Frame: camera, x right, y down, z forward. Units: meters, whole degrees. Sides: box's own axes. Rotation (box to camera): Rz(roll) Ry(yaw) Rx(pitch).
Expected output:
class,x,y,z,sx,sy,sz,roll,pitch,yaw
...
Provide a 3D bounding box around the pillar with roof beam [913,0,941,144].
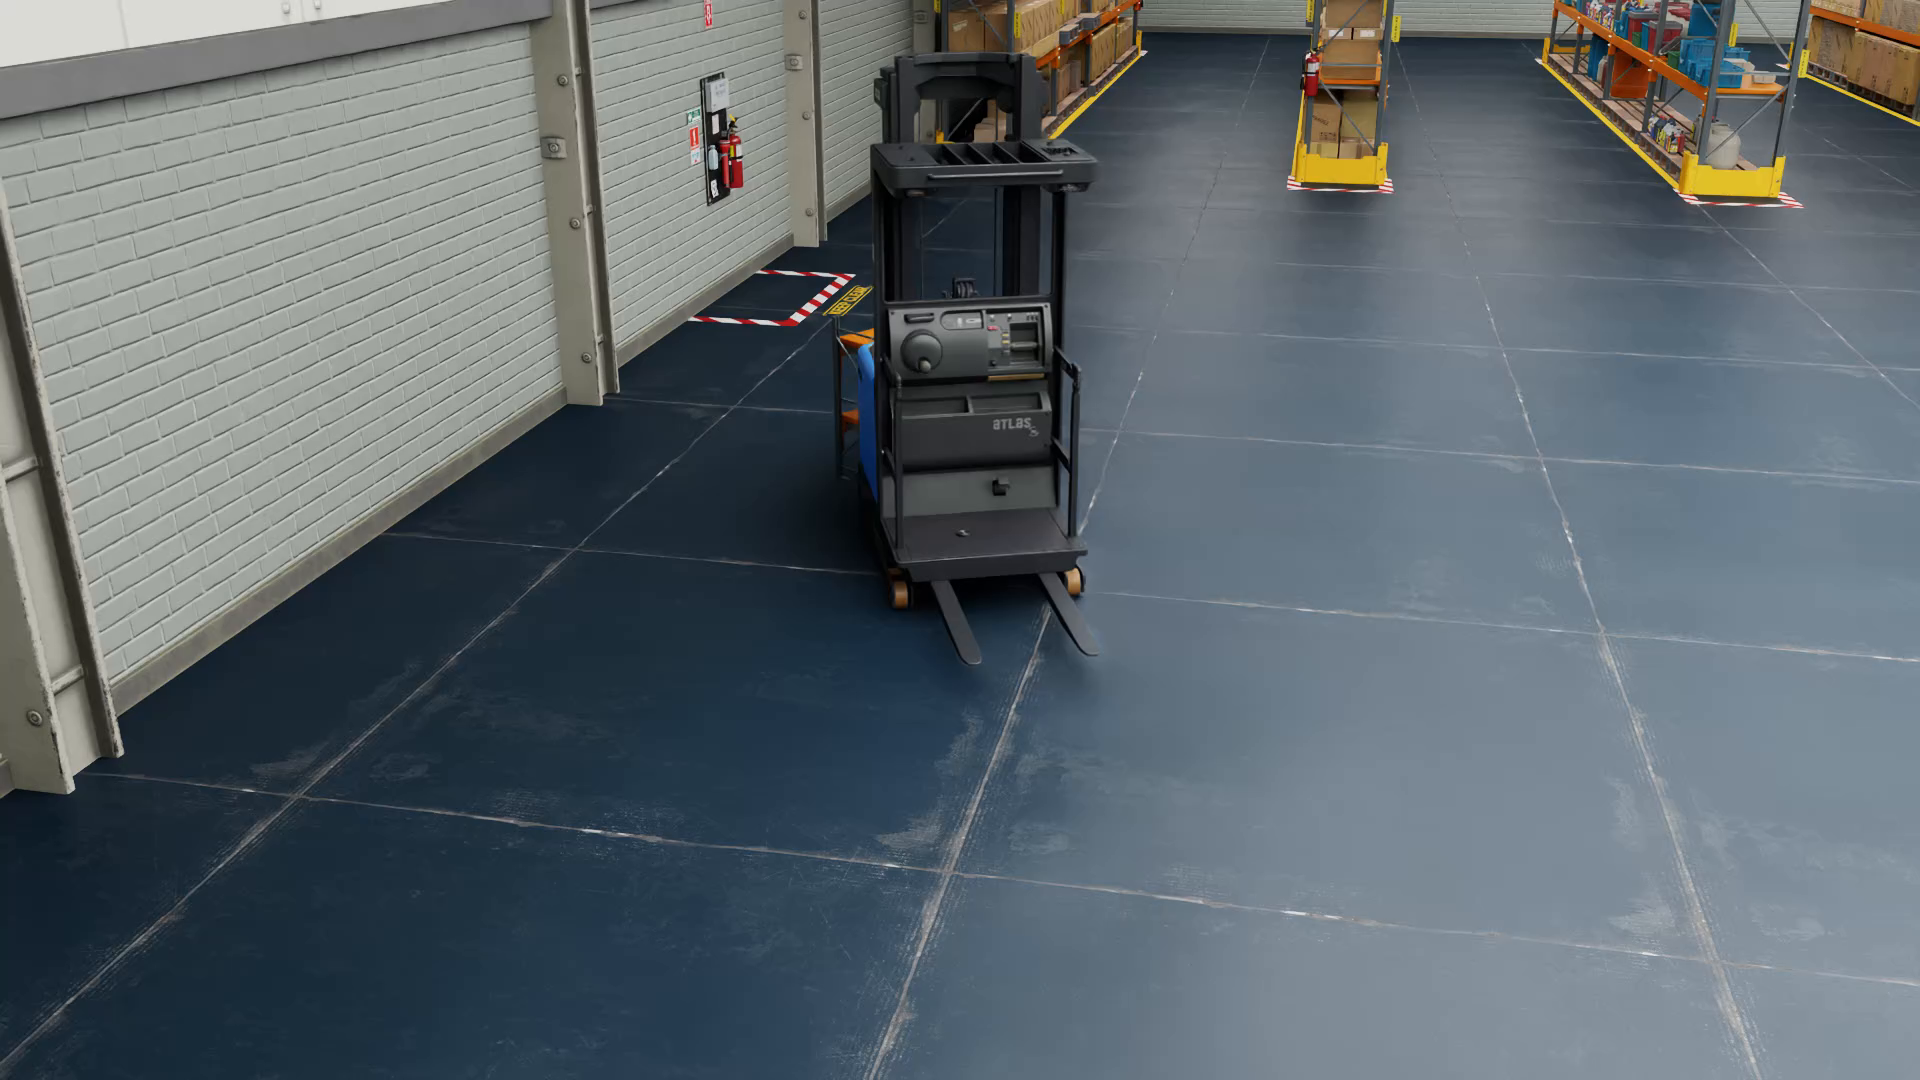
class,x,y,z,sx,sy,sz,roll,pitch,yaw
pillar with roof beam,3.751,-9.365,21.560,9.100,9.000,0.400,4,22,11

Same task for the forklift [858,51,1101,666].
class,x,y,z,sx,sy,sz,roll,pitch,yaw
forklift,0.101,-1.115,9.199,1.130,2.935,3.031,-4,22,-9

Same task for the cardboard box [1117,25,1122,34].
class,x,y,z,sx,sy,sz,roll,pitch,yaw
cardboard box,3.190,-10.690,34.797,0.380,0.149,0.250,5,23,13

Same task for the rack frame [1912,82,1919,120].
class,x,y,z,sx,sy,sz,roll,pitch,yaw
rack frame,16.420,-8.381,27.149,1.000,3.000,0.127,4,22,11

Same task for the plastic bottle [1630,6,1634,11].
class,x,y,z,sx,sy,sz,roll,pitch,yaw
plastic bottle,12.293,-9.629,30.418,0.097,0.271,0.097,0,22,0

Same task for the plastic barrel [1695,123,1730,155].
class,x,y,z,sx,sy,sz,roll,pitch,yaw
plastic barrel,10.101,-5.304,22.275,0.421,0.512,0.421,0,22,0

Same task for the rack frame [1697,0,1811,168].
class,x,y,z,sx,sy,sz,roll,pitch,yaw
rack frame,9.939,-5.833,20.821,1.000,3.000,0.127,4,22,11

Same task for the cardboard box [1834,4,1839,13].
class,x,y,z,sx,sy,sz,roll,pitch,yaw
cardboard box,17.240,-10.334,32.334,0.380,0.149,0.250,4,22,10

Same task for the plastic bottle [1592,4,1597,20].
class,x,y,z,sx,sy,sz,roll,pitch,yaw
plastic bottle,11.714,-9.741,30.681,0.061,0.283,0.133,4,22,11

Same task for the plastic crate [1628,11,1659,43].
class,x,y,z,sx,sy,sz,roll,pitch,yaw
plastic crate,10.942,-8.221,26.665,0.402,0.464,0.583,4,22,11

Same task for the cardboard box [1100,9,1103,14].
class,x,y,z,sx,sy,sz,roll,pitch,yaw
cardboard box,2.529,-10.167,31.892,0.380,0.149,0.250,5,23,13

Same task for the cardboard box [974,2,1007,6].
class,x,y,z,sx,sy,sz,roll,pitch,yaw
cardboard box,0.445,-7.621,24.432,0.500,0.500,0.500,5,22,12

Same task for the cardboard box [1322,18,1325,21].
class,x,y,z,sx,sy,sz,roll,pitch,yaw
cardboard box,5.245,-7.187,23.182,0.380,0.149,0.250,5,22,12

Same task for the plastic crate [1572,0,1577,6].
class,x,y,z,sx,sy,sz,roll,pitch,yaw
plastic crate,12.449,-10.787,33.395,0.293,0.136,0.466,4,22,11

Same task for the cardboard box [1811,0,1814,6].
class,x,y,z,sx,sy,sz,roll,pitch,yaw
cardboard box,17.606,-10.992,33.967,0.380,0.149,0.250,4,22,10

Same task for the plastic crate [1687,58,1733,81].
class,x,y,z,sx,sy,sz,roll,pitch,yaw
plastic crate,9.886,-6.207,21.949,0.499,0.251,0.408,4,22,11

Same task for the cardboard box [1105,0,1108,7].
class,x,y,z,sx,sy,sz,roll,pitch,yaw
cardboard box,2.539,-10.429,31.674,0.500,0.500,0.500,5,22,12

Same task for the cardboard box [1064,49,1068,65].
class,x,y,z,sx,sy,sz,roll,pitch,yaw
cardboard box,1.599,-8.435,29.036,0.500,0.250,0.500,5,22,12

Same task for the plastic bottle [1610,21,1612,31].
class,x,y,z,sx,sy,sz,roll,pitch,yaw
plastic bottle,11.278,-8.888,28.673,0.097,0.201,0.097,0,22,0

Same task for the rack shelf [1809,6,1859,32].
class,x,y,z,sx,sy,sz,roll,pitch,yaw
rack shelf,17.644,-10.242,32.731,1.077,0.370,4.000,4,22,11

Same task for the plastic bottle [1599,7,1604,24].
class,x,y,z,sx,sy,sz,roll,pitch,yaw
plastic bottle,11.534,-9.419,29.883,0.061,0.283,0.133,4,22,11

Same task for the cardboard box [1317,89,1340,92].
class,x,y,z,sx,sy,sz,roll,pitch,yaw
cardboard box,5.202,-6.247,23.965,0.500,0.500,0.500,4,22,11

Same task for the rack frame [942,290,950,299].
class,x,y,z,sx,sy,sz,roll,pitch,yaw
rack frame,0.061,-1.164,11.739,0.032,1.125,0.500,-20,29,-40

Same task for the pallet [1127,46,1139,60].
class,x,y,z,sx,sy,sz,roll,pitch,yaw
pallet,3.419,-10.848,37.006,1.003,0.211,1.213,4,22,11

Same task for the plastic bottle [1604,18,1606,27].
class,x,y,z,sx,sy,sz,roll,pitch,yaw
plastic bottle,11.424,-9.150,29.324,0.097,0.201,0.097,0,22,0

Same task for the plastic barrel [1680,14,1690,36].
class,x,y,z,sx,sy,sz,roll,pitch,yaw
plastic barrel,11.165,-7.692,25.256,0.433,0.535,0.433,0,22,0

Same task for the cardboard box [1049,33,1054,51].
class,x,y,z,sx,sy,sz,roll,pitch,yaw
cardboard box,1.147,-7.613,25.415,0.500,0.250,0.500,5,22,11

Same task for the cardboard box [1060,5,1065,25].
class,x,y,z,sx,sy,sz,roll,pitch,yaw
cardboard box,1.315,-8.689,27.190,0.700,0.500,0.500,7,23,16

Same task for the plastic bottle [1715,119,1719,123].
class,x,y,z,sx,sy,sz,roll,pitch,yaw
plastic bottle,10.801,-5.825,23.759,0.144,0.351,0.185,4,22,11

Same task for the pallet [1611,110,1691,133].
class,x,y,z,sx,sy,sz,roll,pitch,yaw
pallet,11.124,-6.740,26.806,1.003,0.211,1.213,4,22,11

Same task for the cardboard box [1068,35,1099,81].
class,x,y,z,sx,sy,sz,roll,pitch,yaw
cardboard box,2.151,-8.970,30.927,0.750,0.750,0.750,4,22,10

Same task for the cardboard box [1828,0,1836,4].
class,x,y,z,sx,sy,sz,roll,pitch,yaw
cardboard box,17.383,-10.655,32.597,0.500,0.250,0.500,4,22,10

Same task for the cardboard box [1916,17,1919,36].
class,x,y,z,sx,sy,sz,roll,pitch,yaw
cardboard box,16.278,-8.627,27.625,0.500,0.500,0.500,5,23,13

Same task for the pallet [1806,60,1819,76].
class,x,y,z,sx,sy,sz,roll,pitch,yaw
pallet,17.966,-9.715,34.193,1.003,0.211,1.213,4,22,11

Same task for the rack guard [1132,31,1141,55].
class,x,y,z,sx,sy,sz,roll,pitch,yaw
rack guard,3.510,-11.289,37.715,1.175,0.500,0.348,4,22,11

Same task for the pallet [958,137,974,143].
class,x,y,z,sx,sy,sz,roll,pitch,yaw
pallet,0.456,-5.617,24.018,1.003,0.211,1.213,4,22,11

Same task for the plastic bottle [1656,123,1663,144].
class,x,y,z,sx,sy,sz,roll,pitch,yaw
plastic bottle,10.071,-5.850,23.911,0.061,0.283,0.133,5,23,13

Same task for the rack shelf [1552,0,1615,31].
class,x,y,z,sx,sy,sz,roll,pitch,yaw
rack shelf,12.796,-10.619,33.669,1.077,0.370,4.000,4,22,11

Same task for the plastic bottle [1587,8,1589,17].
class,x,y,z,sx,sy,sz,roll,pitch,yaw
plastic bottle,11.862,-9.935,31.274,0.097,0.201,0.097,0,22,0

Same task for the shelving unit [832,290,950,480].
class,x,y,z,sx,sy,sz,roll,pitch,yaw
shelving unit,-0.303,-1.031,11.409,1.048,1.125,0.538,-20,29,-40

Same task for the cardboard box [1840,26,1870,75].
class,x,y,z,sx,sy,sz,roll,pitch,yaw
cardboard box,17.449,-9.289,31.684,0.875,0.875,0.875,4,22,11

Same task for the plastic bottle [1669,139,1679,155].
class,x,y,z,sx,sy,sz,roll,pitch,yaw
plastic bottle,9.884,-5.444,23.013,0.097,0.201,0.097,0,22,0

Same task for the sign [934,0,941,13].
class,x,y,z,sx,sy,sz,roll,pitch,yaw
sign,-0.299,-7.321,22.544,0.100,0.325,0.005,4,22,11

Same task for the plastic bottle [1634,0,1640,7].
class,x,y,z,sx,sy,sz,roll,pitch,yaw
plastic bottle,12.483,-9.770,30.663,0.144,0.351,0.185,4,22,11

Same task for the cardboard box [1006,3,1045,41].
class,x,y,z,sx,sy,sz,roll,pitch,yaw
cardboard box,0.948,-7.586,24.343,0.500,0.500,0.500,5,23,13

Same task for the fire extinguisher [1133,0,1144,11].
class,x,y,z,sx,sy,sz,roll,pitch,yaw
fire extinguisher,3.988,-12.251,37.360,0.296,0.674,0.183,4,22,11

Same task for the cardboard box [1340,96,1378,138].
class,x,y,z,sx,sy,sz,roll,pitch,yaw
cardboard box,5.518,-5.841,22.957,0.500,0.500,0.500,4,22,11

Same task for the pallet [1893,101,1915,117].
class,x,y,z,sx,sy,sz,roll,pitch,yaw
pallet,16.655,-7.370,28.371,1.003,0.211,1.213,4,22,11

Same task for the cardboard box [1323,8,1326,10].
class,x,y,z,sx,sy,sz,roll,pitch,yaw
cardboard box,5.611,-7.847,24.820,0.380,0.149,0.250,5,22,12
